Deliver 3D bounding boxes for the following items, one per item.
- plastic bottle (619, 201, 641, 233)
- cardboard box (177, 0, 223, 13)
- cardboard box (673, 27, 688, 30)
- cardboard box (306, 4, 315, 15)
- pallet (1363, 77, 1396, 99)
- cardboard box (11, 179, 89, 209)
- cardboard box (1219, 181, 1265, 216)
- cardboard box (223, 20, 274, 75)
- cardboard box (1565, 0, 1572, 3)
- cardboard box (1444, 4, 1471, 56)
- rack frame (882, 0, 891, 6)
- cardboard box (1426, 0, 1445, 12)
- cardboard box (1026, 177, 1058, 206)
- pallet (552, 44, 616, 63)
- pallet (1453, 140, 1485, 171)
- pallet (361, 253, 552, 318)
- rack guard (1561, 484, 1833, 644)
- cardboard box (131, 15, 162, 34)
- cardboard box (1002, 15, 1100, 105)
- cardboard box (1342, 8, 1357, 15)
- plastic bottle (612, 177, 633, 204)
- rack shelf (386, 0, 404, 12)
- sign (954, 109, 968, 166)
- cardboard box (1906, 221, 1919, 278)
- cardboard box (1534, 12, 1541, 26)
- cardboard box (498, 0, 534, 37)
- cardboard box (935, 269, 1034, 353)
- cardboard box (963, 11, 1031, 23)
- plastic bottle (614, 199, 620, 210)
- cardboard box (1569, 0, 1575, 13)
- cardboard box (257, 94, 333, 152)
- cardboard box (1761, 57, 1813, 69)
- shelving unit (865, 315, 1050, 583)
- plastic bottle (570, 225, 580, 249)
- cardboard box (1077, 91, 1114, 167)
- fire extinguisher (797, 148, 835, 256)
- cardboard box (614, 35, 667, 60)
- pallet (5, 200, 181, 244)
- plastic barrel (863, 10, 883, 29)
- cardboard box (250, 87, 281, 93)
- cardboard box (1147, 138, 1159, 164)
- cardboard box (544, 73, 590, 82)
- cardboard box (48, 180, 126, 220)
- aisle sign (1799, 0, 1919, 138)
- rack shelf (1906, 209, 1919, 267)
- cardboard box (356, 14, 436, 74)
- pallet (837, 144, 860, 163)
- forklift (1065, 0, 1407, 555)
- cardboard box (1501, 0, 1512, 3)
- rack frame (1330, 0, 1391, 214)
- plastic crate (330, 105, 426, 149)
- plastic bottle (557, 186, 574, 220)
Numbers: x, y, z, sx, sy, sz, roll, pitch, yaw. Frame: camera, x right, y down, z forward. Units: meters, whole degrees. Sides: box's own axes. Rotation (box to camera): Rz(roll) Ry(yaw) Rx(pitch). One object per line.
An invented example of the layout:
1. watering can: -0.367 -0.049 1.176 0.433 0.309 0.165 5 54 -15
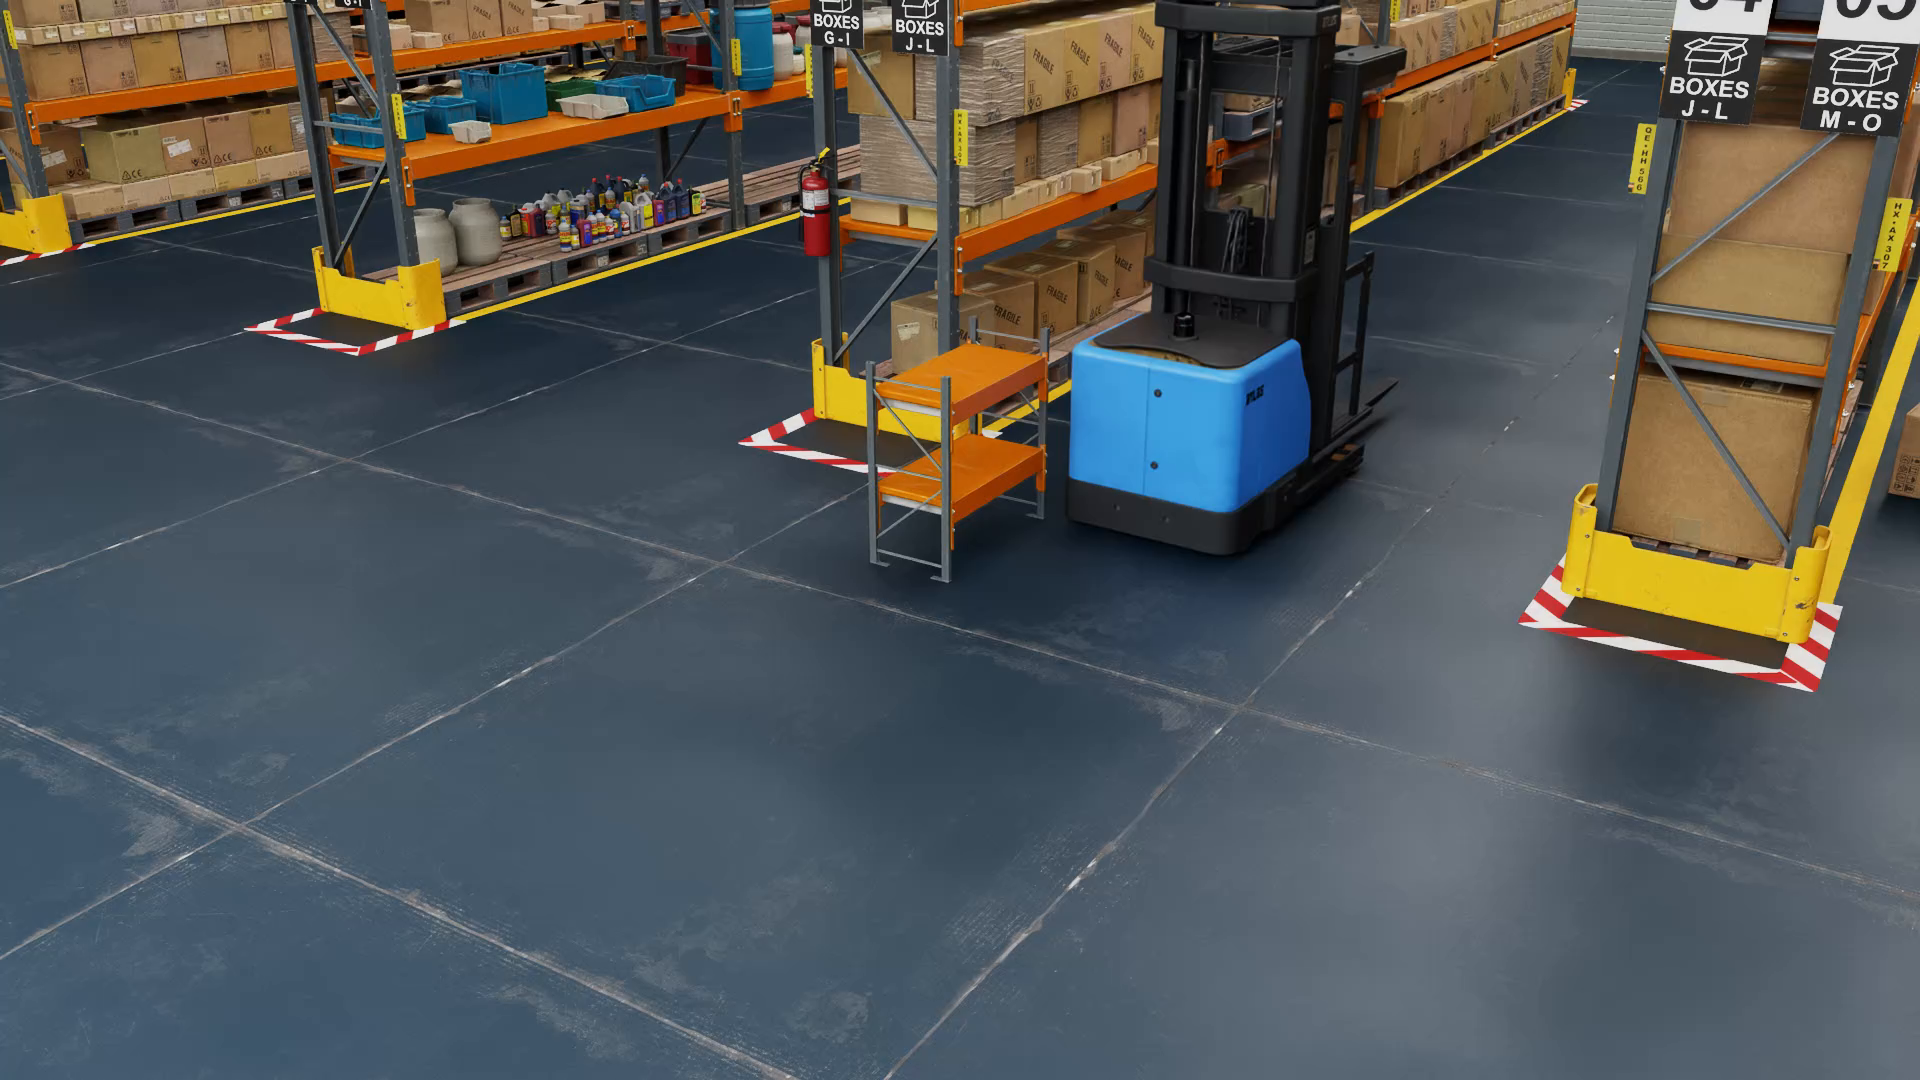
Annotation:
1. plastic bottle: -3.012 -2.958 15.181 0.152 0.276 0.135 14 27 30
2. cardboard box: -7.785 -5.532 16.495 0.700 0.500 0.500 14 27 29
3. cardboard box: -5.191 -9.257 29.475 0.700 0.500 0.500 14 27 29
4. cardboard box: -6.992 -5.585 17.434 0.380 0.149 0.250 13 27 27
5. pallet: 3.476 -4.472 16.047 1.213 0.211 1.003 14 27 29
6. cardboard box: -8.841 -3.374 16.201 0.500 0.250 0.500 14 27 29
7. cardboard box: 2.261 -2.888 14.738 0.700 0.500 0.500 14 27 29
8. cardboard box: -7.532 -5.097 17.123 0.700 0.500 0.500 14 27 30
9. cardboard box: 7.951 -7.372 22.317 0.500 0.250 0.500 13 27 28
10. cardboard box: 5.320 -5.661 18.425 0.500 0.500 0.500 14 27 28
11. rack frame: -0.446 -5.861 19.014 1.000 3.000 0.127 14 27 29
12. cardboard box: 4.855 -6.020 17.992 0.797 0.503 0.637 15 27 31
13. cardboard box: 0.439 -2.387 11.305 0.380 0.149 0.250 14 27 29
14. pallet: -6.286 -8.248 28.037 1.003 0.211 1.213 14 27 29
15. pallet: 5.528 -4.617 19.650 1.003 0.211 1.213 14 27 29
16. pallet: -4.233 -2.190 14.043 1.003 0.211 1.213 14 27 29
17. rack guard: 3.689 0.106 8.377 1.175 0.500 0.348 14 27 29
18. cardboard box: -7.939 -4.980 16.036 0.380 0.149 0.250 13 27 27
19. cardboard box: 0.595 -3.229 11.175 0.500 0.500 0.500 14 27 29
20. cardboard box: 3.511 -4.871 16.072 0.500 0.500 0.500 10 25 23
21. plastic bottle: -3.212 -3.282 15.836 0.144 0.351 0.185 14 27 29
22. rack shelf: -7.808 -8.282 25.511 1.077 0.370 4.000 14 27 29
23. sign: 0.003 -2.407 9.944 0.100 0.325 0.005 14 27 29
24. cardboard box: 7.524 -2.723 14.068 1.050 0.750 0.750 13 27 28
25. cardboard box: 7.131 -6.615 21.070 0.380 0.149 0.250 13 27 27
26. cardboard box: -5.524 -6.377 20.078 0.500 0.500 0.500 12 26 26
27. cardboard box: 0.171 -1.585 11.753 0.500 0.500 0.500 -20 31 -39
28. cardboard box: 0.146 -3.340 11.431 0.500 0.500 0.500 14 27 29
29. plastic bottle: -3.103 -2.983 15.230 0.061 0.283 0.133 14 27 29
30. cardboard box: 8.073 -7.219 22.466 0.380 0.149 0.250 14 27 30
31. cardboard box: -7.095 -4.457 17.758 0.500 0.500 0.500 14 27 29
32. cardboard box: 4.995 -2.483 9.663 0.875 0.550 0.550 14 27 29
33. shelving unit: 0.004 -0.518 9.032 0.538 1.125 1.048 14 27 29
34. plastic bottle: -3.391 -2.660 14.588 0.097 0.201 0.097 0 23 0
35. cardboard box: 0.591 -3.005 11.916 0.875 0.500 0.500 14 27 29
36. fire extinguisher: -0.910 -2.146 10.528 0.296 0.674 0.183 14 27 29
37. cardboard box: -4.333 -6.684 22.563 0.500 0.250 0.500 15 28 31
38. pallet: -8.505 -3.188 16.348 1.003 0.211 1.213 14 27 29
39. plastic barrel: -1.030 -5.378 17.757 0.421 0.512 0.421 0 23 0
40. cardboard box: -9.807 -6.415 22.885 0.700 0.500 0.500 14 27 29
41. cardboard box: 1.428 -2.962 12.632 0.380 0.149 0.250 14 27 29
42. cardboard box: -4.988 -5.684 20.830 0.500 0.311 0.500 13 27 28
43. cardboard box: -8.401 -3.266 15.950 0.500 0.250 0.500 14 27 29
44. aisle sign: 3.919 -2.156 7.182 0.394 0.787 0.004 14 27 29
45. rack shelf: 6.867 -2.745 12.720 1.077 0.370 4.000 14 27 29
46. cardboard box: -8.364 -7.364 24.663 0.750 0.750 0.750 13 27 28
47. pallet: -0.888 -4.328 18.982 1.003 0.211 1.213 14 27 29
48. forklift: 1.830 -1.797 9.711 1.130 2.935 3.031 15 27 31
49. cardboard box: 6.341 -6.693 19.806 0.500 0.500 0.500 14 27 29
50. rack frame: 3.761 -4.823 16.616 1.000 3.000 0.127 14 27 29
51. plastic crate: -4.657 -3.325 13.341 0.499 0.251 0.616 14 27 29
52. plastic bottle: -3.659 -3.105 15.427 0.144 0.351 0.185 14 27 29
